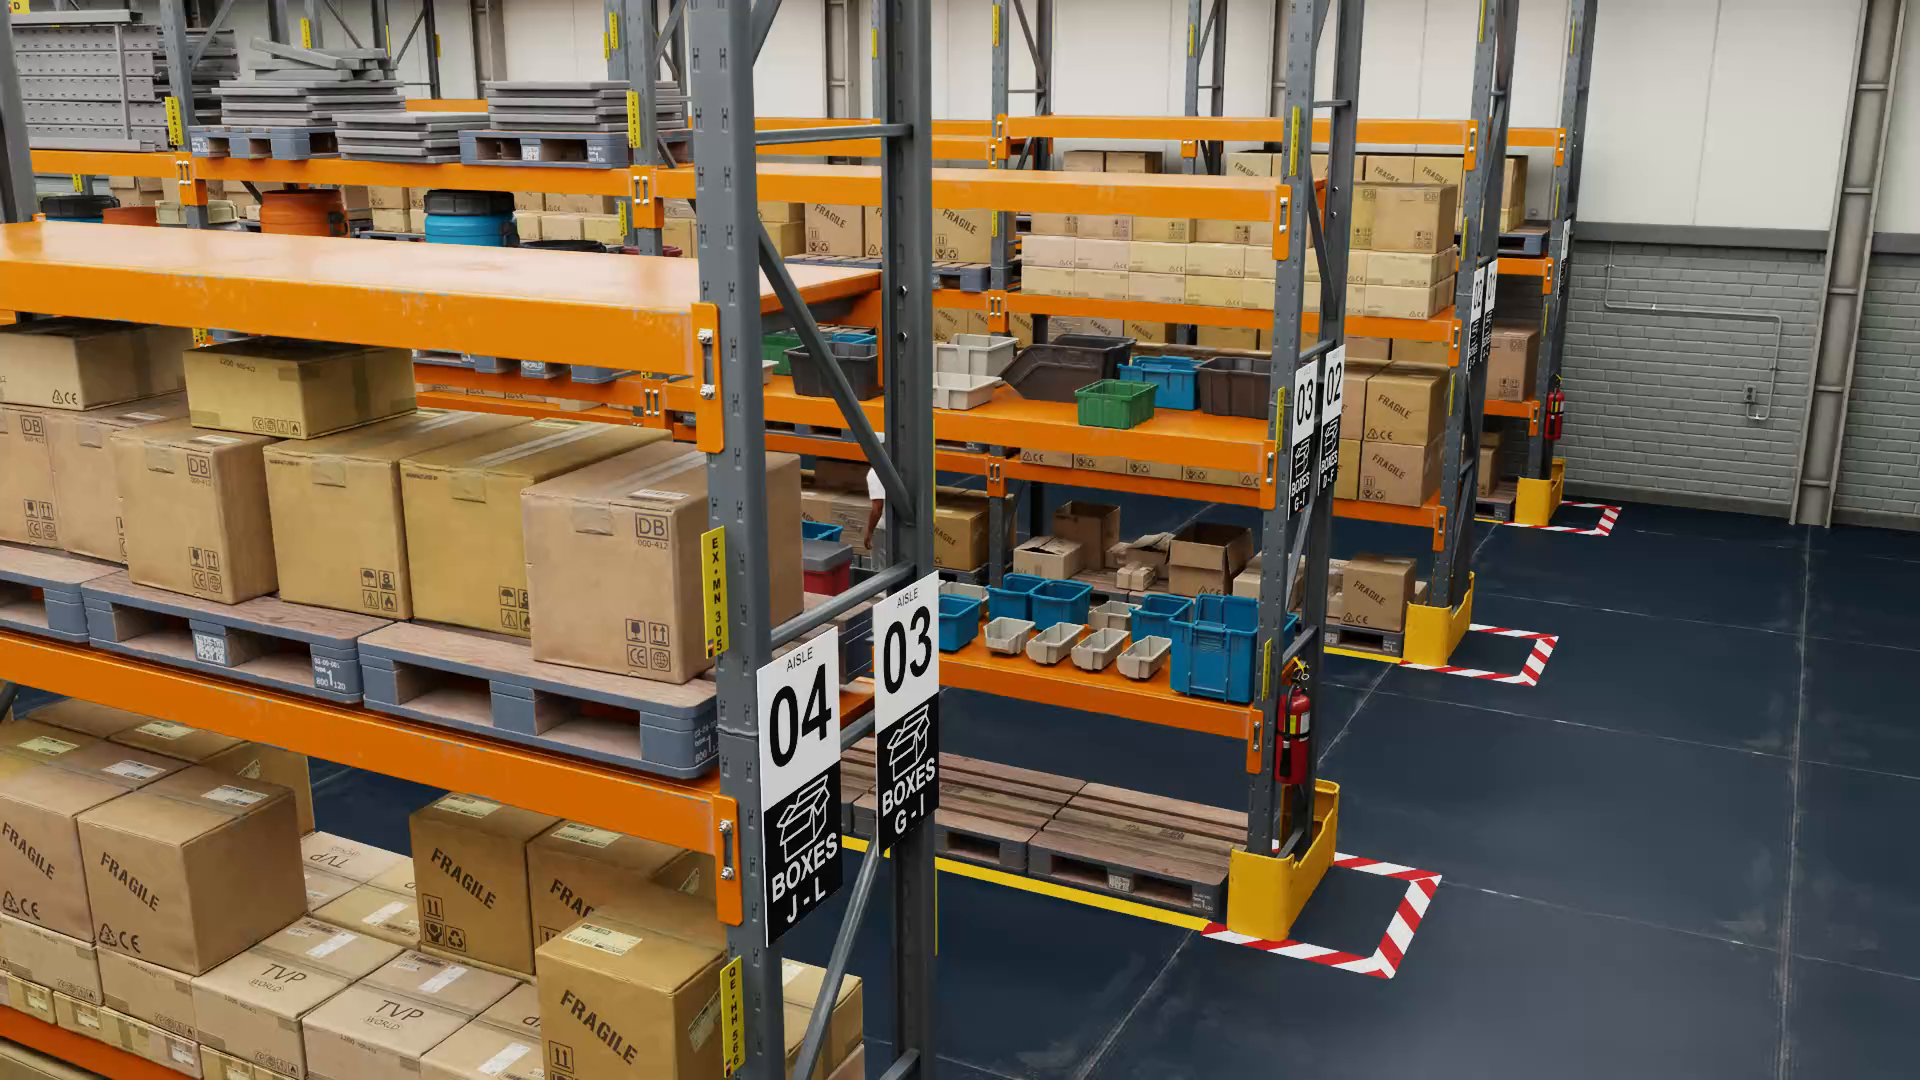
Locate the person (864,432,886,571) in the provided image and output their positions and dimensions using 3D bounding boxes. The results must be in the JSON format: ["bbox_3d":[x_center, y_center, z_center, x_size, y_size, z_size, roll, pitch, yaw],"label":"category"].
[{"bbox_3d":[-0.643,-0.138,14.486,0.460,1.761,0.637,7,17,25],"label":"person"}]
